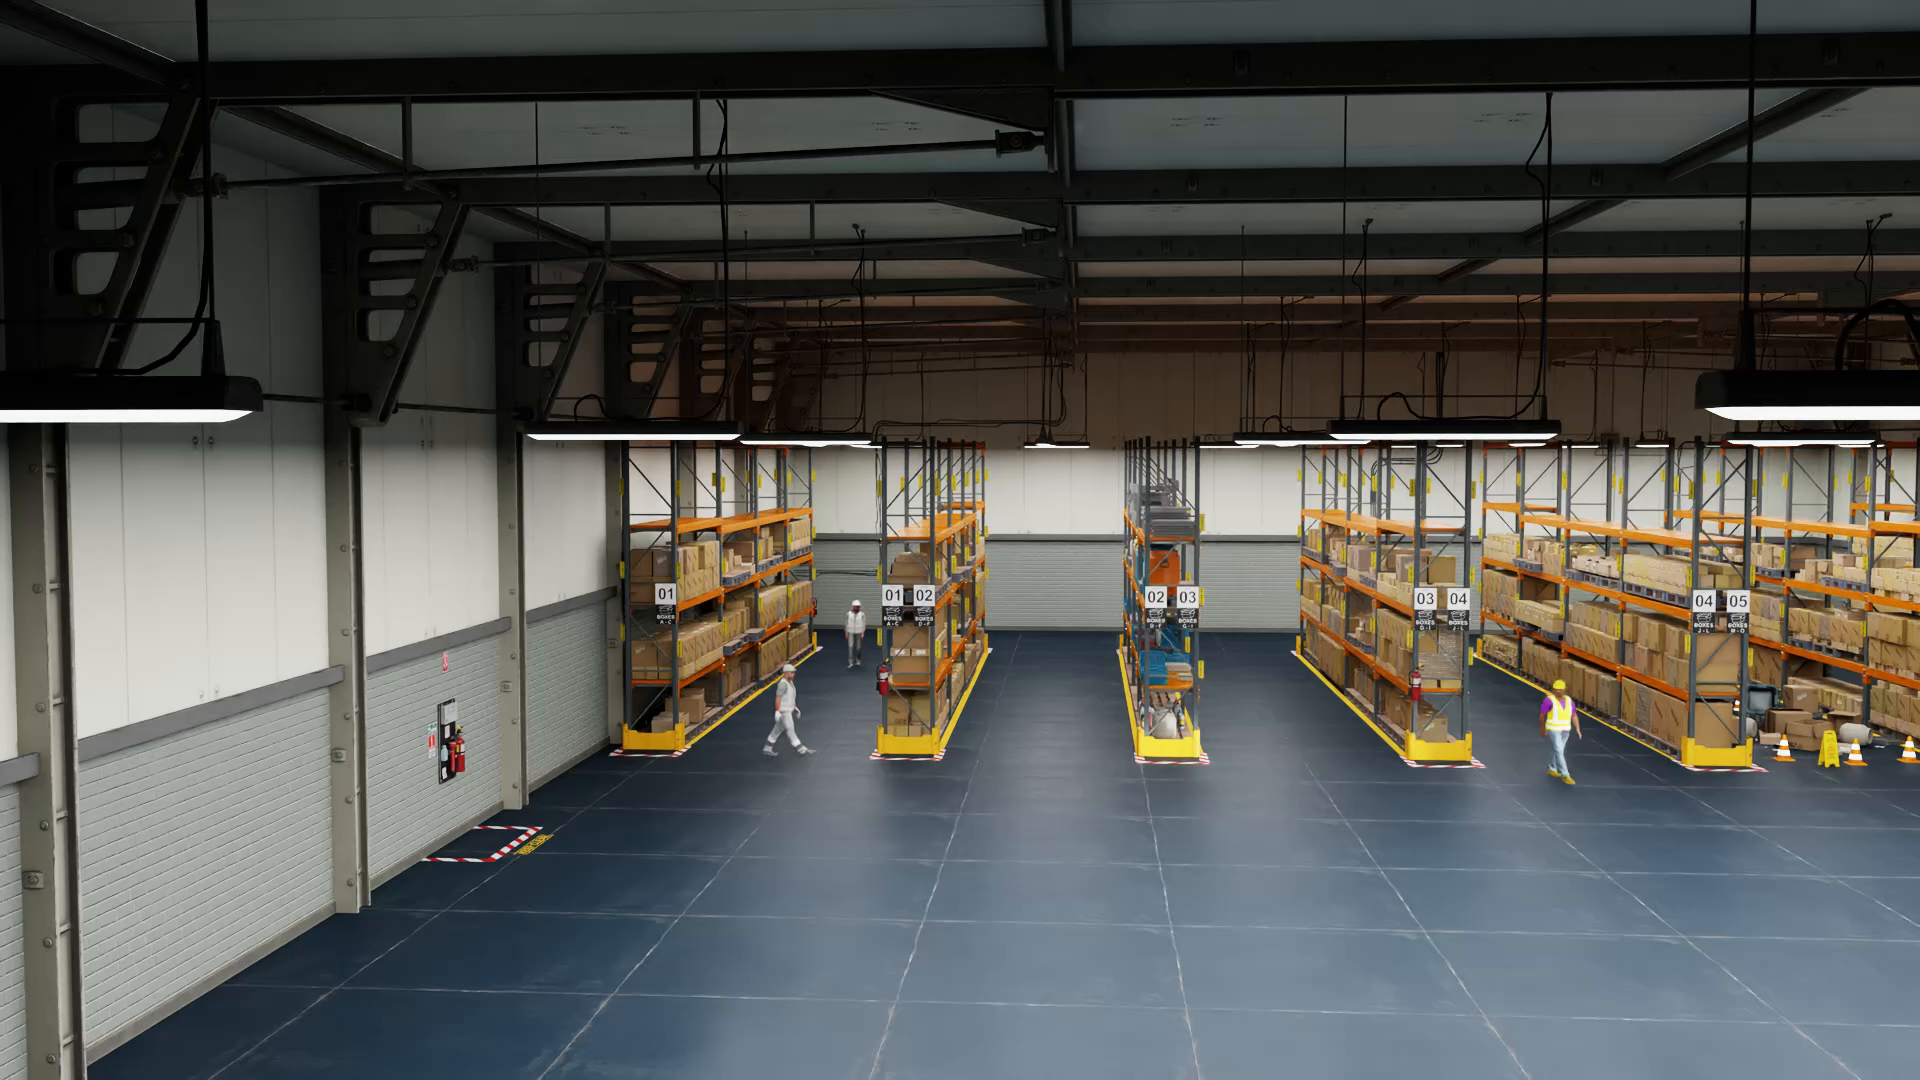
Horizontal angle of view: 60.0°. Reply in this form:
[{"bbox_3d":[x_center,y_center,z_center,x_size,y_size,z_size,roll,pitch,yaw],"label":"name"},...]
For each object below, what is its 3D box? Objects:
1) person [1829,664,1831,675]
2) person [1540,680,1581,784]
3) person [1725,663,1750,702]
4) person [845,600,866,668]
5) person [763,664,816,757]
[{"bbox_3d":[22.044,2.615,42.433,0.523,1.758,0.559,-1,3,-14],"label":"person"},{"bbox_3d":[10.421,3.291,28.761,0.590,1.723,0.946,-1,3,-13],"label":"person"},{"bbox_3d":[17.750,2.888,37.804,0.455,1.725,0.612,-1,3,-10],"label":"person"},{"bbox_3d":[-2.776,2.492,44.151,0.570,1.758,0.752,0,3,-5],"label":"person"},{"bbox_3d":[-3.163,3.173,30.911,1.068,1.727,0.553,0,3,5],"label":"person"}]
